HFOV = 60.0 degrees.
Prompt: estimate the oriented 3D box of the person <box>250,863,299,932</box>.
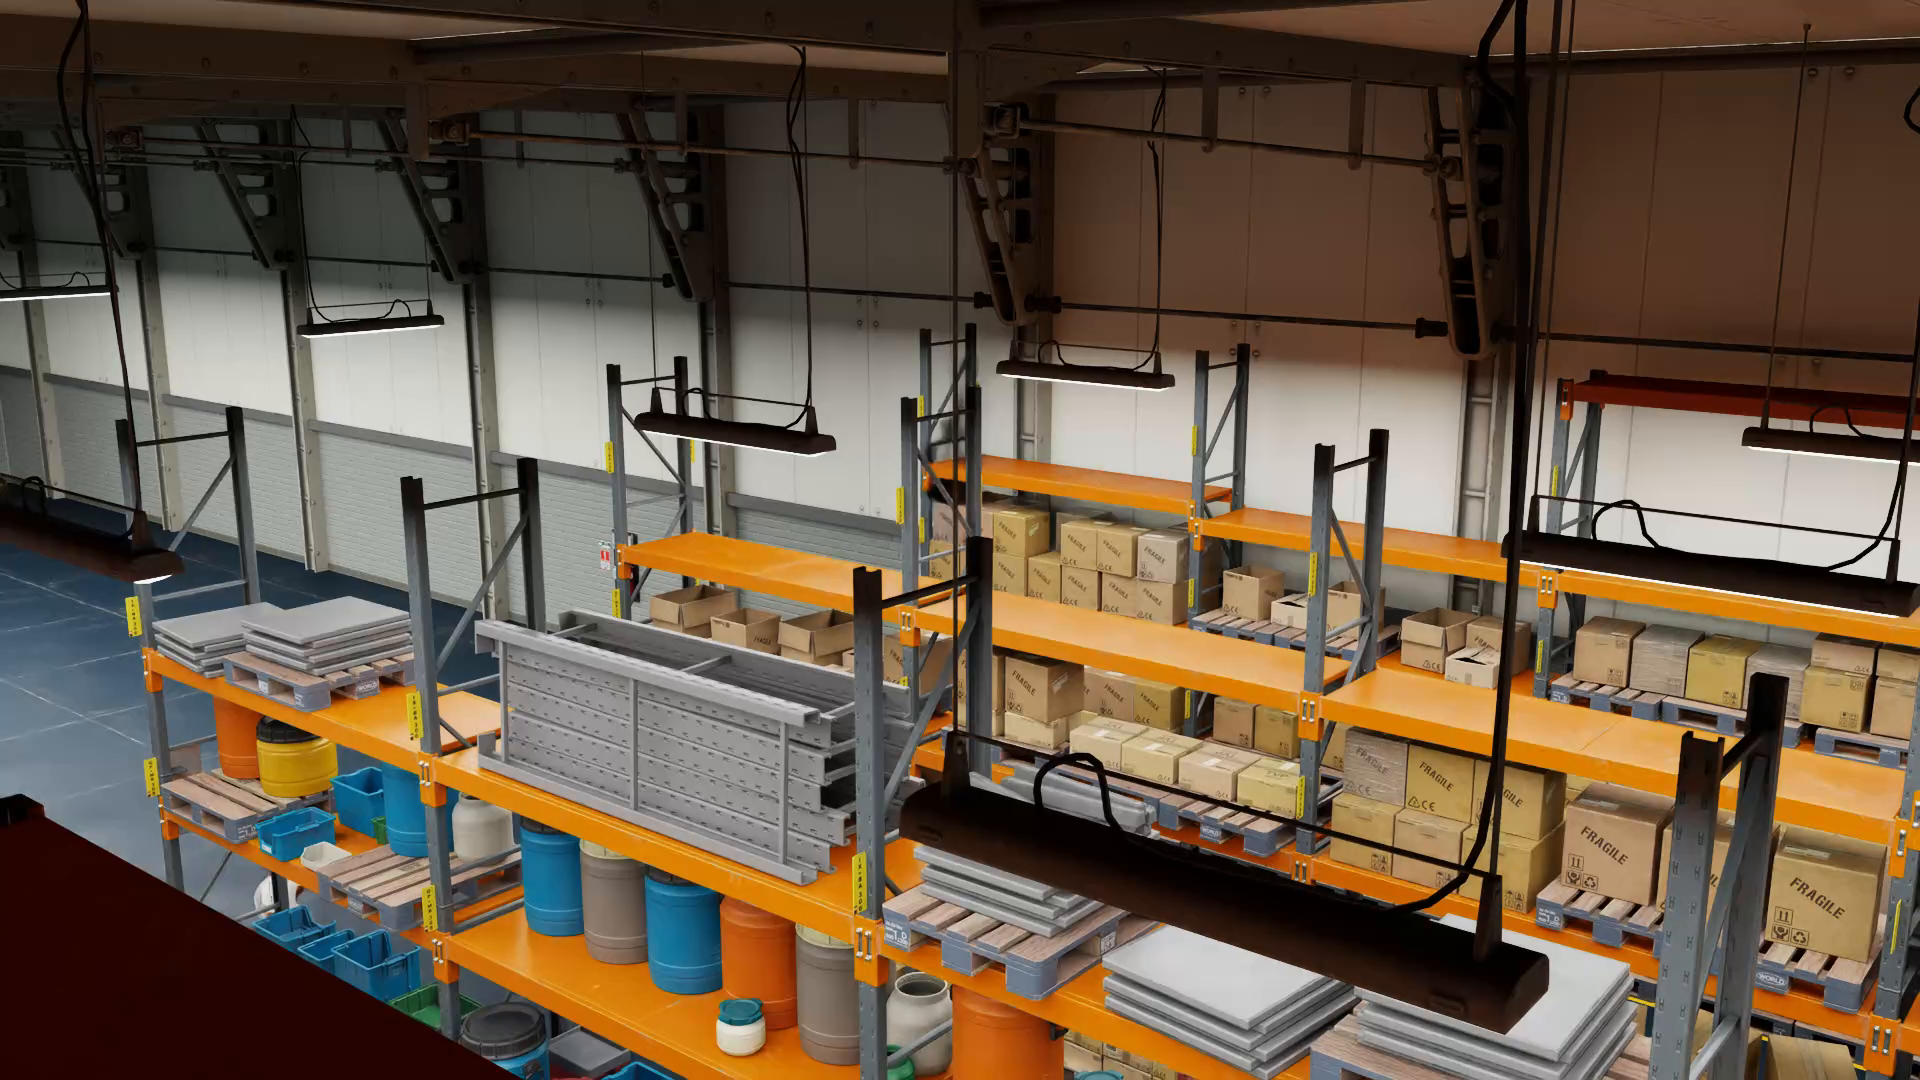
[{"bbox_3d":[-6.663,3.703,16.030,0.529,1.698,0.761,2,13,9],"label":"person"}]
